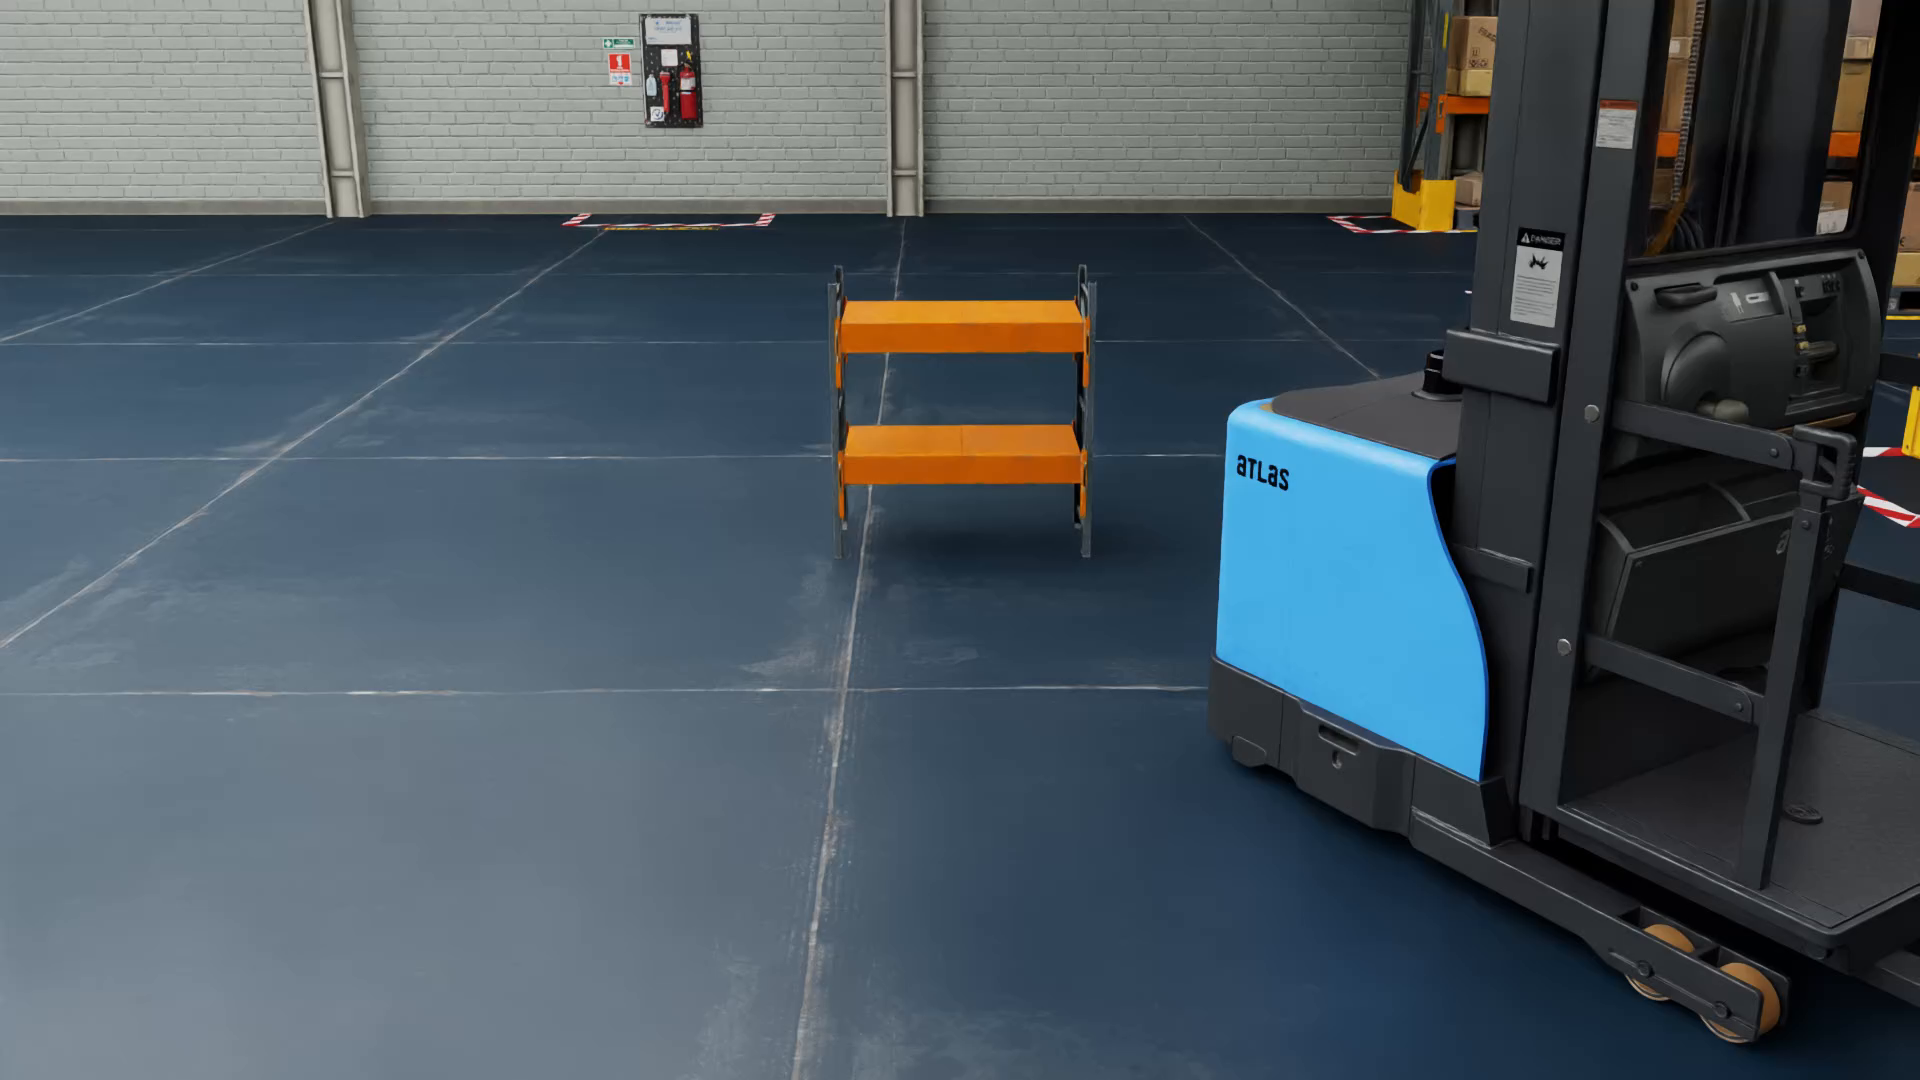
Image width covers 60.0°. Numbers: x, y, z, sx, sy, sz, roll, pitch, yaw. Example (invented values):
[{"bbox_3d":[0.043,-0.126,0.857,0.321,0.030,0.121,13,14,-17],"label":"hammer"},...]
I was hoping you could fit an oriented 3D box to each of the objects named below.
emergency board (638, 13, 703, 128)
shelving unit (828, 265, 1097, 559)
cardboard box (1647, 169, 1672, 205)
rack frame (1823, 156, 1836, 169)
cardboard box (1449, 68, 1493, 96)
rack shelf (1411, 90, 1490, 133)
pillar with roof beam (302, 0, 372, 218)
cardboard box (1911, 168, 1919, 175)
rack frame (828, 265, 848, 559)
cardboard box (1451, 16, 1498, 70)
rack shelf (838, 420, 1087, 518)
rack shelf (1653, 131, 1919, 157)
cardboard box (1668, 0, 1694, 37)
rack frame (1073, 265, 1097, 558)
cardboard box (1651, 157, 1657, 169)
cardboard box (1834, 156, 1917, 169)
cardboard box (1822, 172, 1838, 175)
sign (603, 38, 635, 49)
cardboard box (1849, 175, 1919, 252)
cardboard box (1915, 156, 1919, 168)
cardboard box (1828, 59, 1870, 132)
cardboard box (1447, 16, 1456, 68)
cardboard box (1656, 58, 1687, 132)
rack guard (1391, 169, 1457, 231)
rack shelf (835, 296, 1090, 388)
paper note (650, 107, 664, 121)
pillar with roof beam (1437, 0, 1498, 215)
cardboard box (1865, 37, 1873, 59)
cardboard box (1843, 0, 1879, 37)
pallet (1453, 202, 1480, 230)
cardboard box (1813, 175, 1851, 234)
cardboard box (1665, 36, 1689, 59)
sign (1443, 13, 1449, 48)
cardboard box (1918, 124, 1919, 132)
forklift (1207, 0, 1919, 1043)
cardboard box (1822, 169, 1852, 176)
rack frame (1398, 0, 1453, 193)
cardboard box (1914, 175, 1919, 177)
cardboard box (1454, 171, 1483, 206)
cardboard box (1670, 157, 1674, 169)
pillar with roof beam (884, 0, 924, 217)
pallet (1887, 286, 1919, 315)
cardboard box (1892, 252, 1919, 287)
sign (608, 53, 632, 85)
[{"bbox_3d":[-3.061,-4.960,17.599,0.643,1.169,0.194,0,18,-1],"label":"emergency board"},{"bbox_3d":[0.007,-0.536,6.876,1.048,1.125,0.538,0,18,-1],"label":"shelving unit"},{"bbox_3d":[5.337,-2.550,12.672,0.500,0.500,0.500,0,18,-1],"label":"cardboard box"},{"bbox_3d":[8.723,-4.741,16.916,0.127,3.000,1.000,0,18,-1],"label":"rack frame"},{"bbox_3d":[5.216,-4.565,16.581,0.500,0.250,0.500,-1,18,-2],"label":"cardboard box"},{"bbox_3d":[6.723,-4.389,16.996,4.000,0.370,1.077,0,18,-1],"label":"rack shelf"},{"bbox_3d":[-6.521,-6.473,12.495,0.400,9.000,9.100,0,18,-1],"label":"pillar with roof beam"},{"bbox_3d":[7.336,-2.564,12.717,0.500,0.500,0.500,0,18,-1],"label":"cardboard box"},{"bbox_3d":[-0.502,-0.533,6.868,0.032,1.125,0.500,0,18,-1],"label":"rack frame"},{"bbox_3d":[5.205,-4.927,16.482,0.500,0.500,0.500,0,18,-1],"label":"cardboard box"},{"bbox_3d":[0.007,-0.303,6.951,1.000,0.278,0.538,0,18,-1],"label":"rack shelf"},{"bbox_3d":[6.805,-2.876,12.280,4.000,0.370,1.077,0,18,-1],"label":"rack shelf"},{"bbox_3d":[5.325,-3.873,11.922,0.500,0.500,0.700,0,18,-1],"label":"cardboard box"},{"bbox_3d":[0.515,-0.538,6.884,0.032,1.125,0.500,0,18,-1],"label":"rack frame"},{"bbox_3d":[6.721,-3.708,17.067,0.500,0.500,0.700,-1,18,-4],"label":"cardboard box"},{"bbox_3d":[9.459,-3.769,17.258,0.500,0.500,0.700,0,18,1],"label":"cardboard box"},{"bbox_3d":[6.336,-2.559,12.701,0.500,0.500,0.500,0,18,-1],"label":"cardboard box"},{"bbox_3d":[-3.611,-5.256,17.594,0.331,0.109,0.001,0,18,-1],"label":"sign"},{"bbox_3d":[6.845,-2.398,12.197,0.500,0.500,0.500,0,18,-1],"label":"cardboard box"},{"bbox_3d":[9.974,-3.787,17.313,0.500,0.500,0.700,-1,18,-2],"label":"cardboard box"},{"bbox_3d":[6.294,-3.259,12.134,0.500,0.500,0.700,0,18,0],"label":"cardboard box"},{"bbox_3d":[5.191,-5.084,16.971,0.500,0.500,0.500,0,18,-1],"label":"cardboard box"},{"bbox_3d":[5.272,-3.255,12.119,0.500,0.500,0.700,0,18,-1],"label":"cardboard box"},{"bbox_3d":[4.799,-3.532,17.239,0.348,0.500,1.175,0,18,-1],"label":"rack guard"},{"bbox_3d":[0.007,-0.814,6.786,1.000,0.278,0.538,0,18,-1],"label":"rack shelf"},{"bbox_3d":[-3.239,-4.561,17.797,0.142,0.148,0.016,0,18,-1],"label":"paper note"},{"bbox_3d":[5.478,-6.531,12.675,0.400,9.000,9.100,0,18,-1],"label":"pillar with roof beam"},{"bbox_3d":[6.489,-3.508,11.847,0.250,0.149,0.380,-1,18,-2],"label":"cardboard box"},{"bbox_3d":[6.355,-3.880,11.943,0.500,0.500,0.700,0,18,-1],"label":"cardboard box"},{"bbox_3d":[5.612,-3.387,17.262,1.213,0.211,1.003,0,18,-1],"label":"pallet"},{"bbox_3d":[6.345,-2.400,12.206,0.500,0.500,0.500,0,18,-1],"label":"cardboard box"},{"bbox_3d":[5.201,-3.501,11.826,0.250,0.149,0.380,0,18,-1],"label":"cardboard box"},{"bbox_3d":[4.732,-4.968,16.207,0.005,0.325,0.100,0,18,-1],"label":"sign"},{"bbox_3d":[6.820,-3.263,12.145,0.500,0.500,0.700,0,18,1],"label":"cardboard box"},{"bbox_3d":[1.968,-0.464,3.695,1.130,2.935,3.031,-11,21,-31],"label":"forklift"},{"bbox_3d":[6.836,-2.561,12.708,0.500,0.500,0.500,0,18,-1],"label":"cardboard box"},{"bbox_3d":[4.723,-4.722,16.856,0.127,3.000,1.000,0,18,-1],"label":"rack frame"},{"bbox_3d":[7.345,-2.404,12.218,0.500,0.500,0.500,0,18,-1],"label":"cardboard box"},{"bbox_3d":[5.417,-3.627,17.124,0.500,0.311,0.500,-2,18,-7],"label":"cardboard box"},{"bbox_3d":[7.686,-3.743,17.177,0.500,0.500,0.500,-2,18,-5],"label":"cardboard box"},{"bbox_3d":[-0.522,-6.502,12.585,0.400,9.000,9.100,0,18,-1],"label":"pillar with roof beam"},{"bbox_3d":[6.786,-1.902,12.632,1.213,0.211,1.003,0,18,-1],"label":"pallet"},{"bbox_3d":[6.845,-2.041,12.313,0.500,0.250,0.500,0,18,-1],"label":"cardboard box"},{"bbox_3d":[-3.616,-5.006,17.683,0.234,0.329,0.001,0,18,-1],"label":"sign"}]
